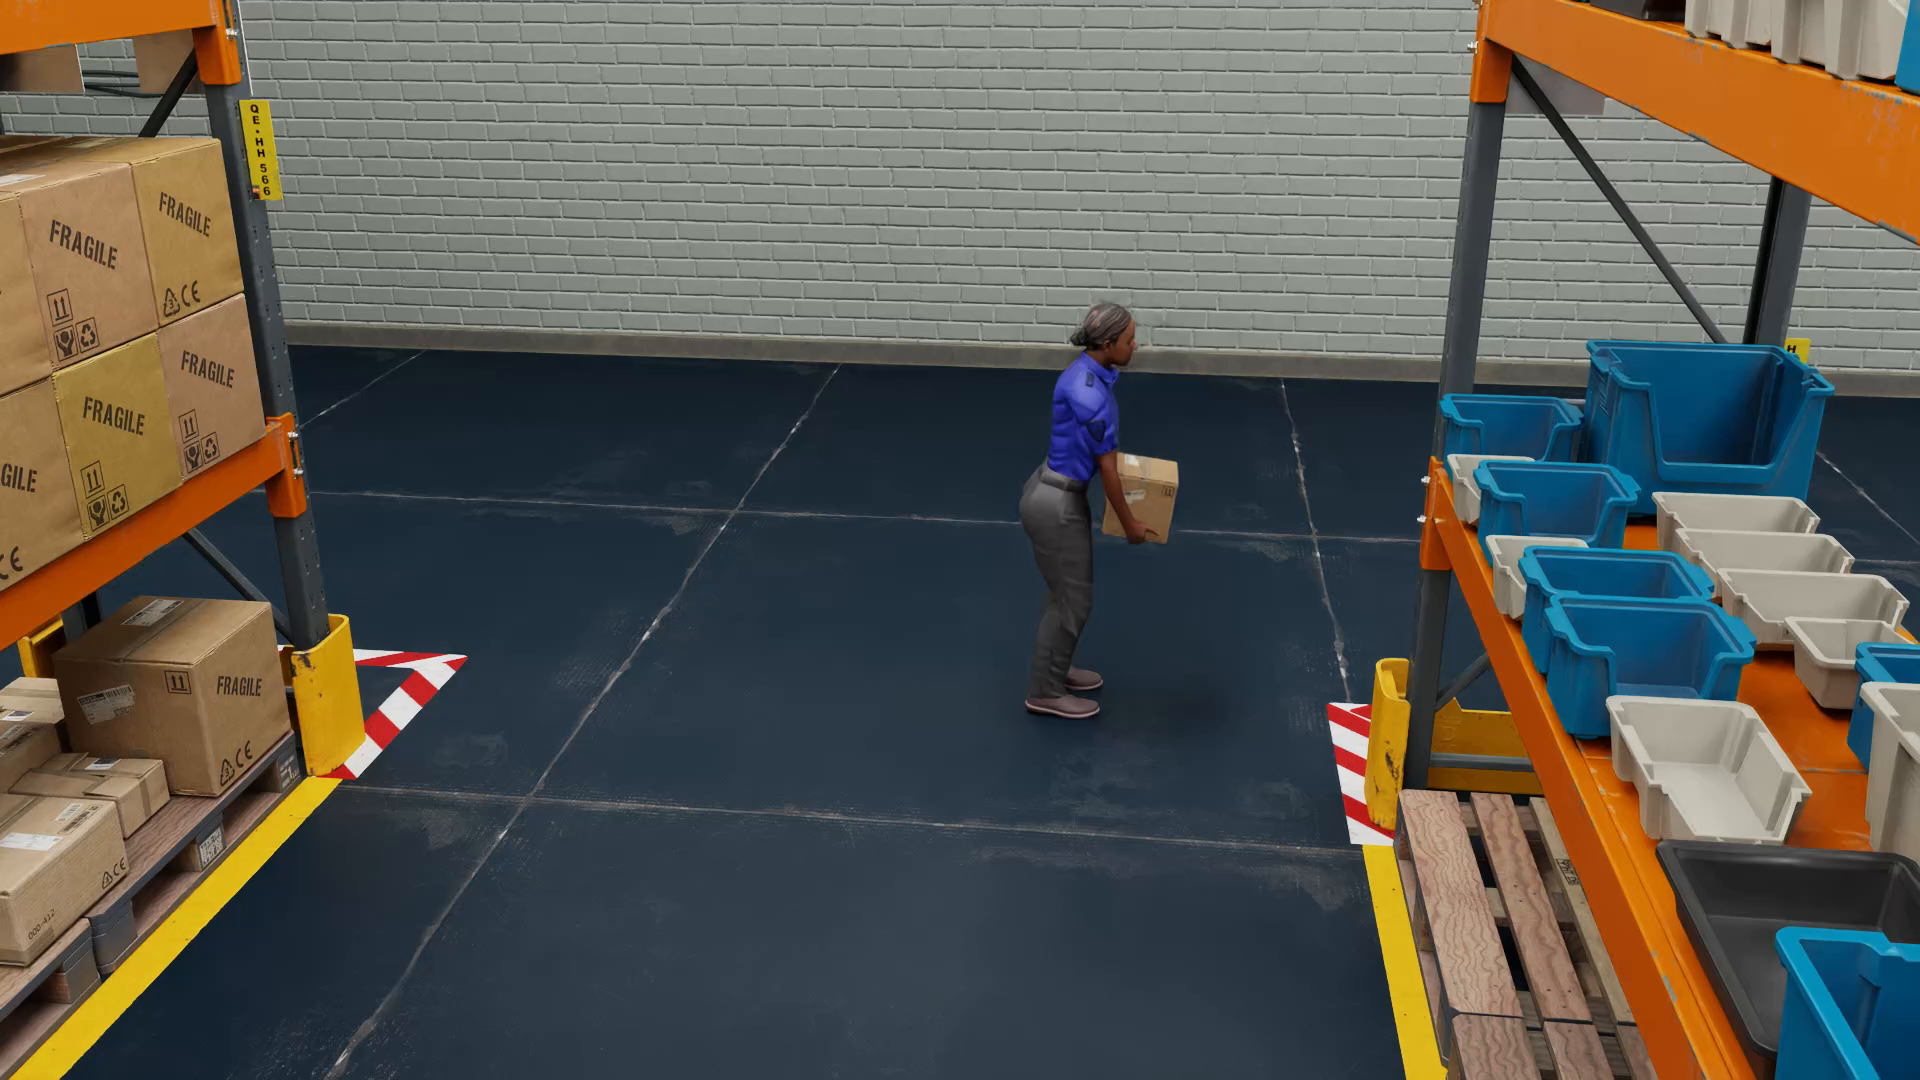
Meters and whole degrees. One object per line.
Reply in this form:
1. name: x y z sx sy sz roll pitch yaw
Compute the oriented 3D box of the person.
1. person: 0.503 -0.105 6.438 0.538 1.611 0.410 2 21 5
